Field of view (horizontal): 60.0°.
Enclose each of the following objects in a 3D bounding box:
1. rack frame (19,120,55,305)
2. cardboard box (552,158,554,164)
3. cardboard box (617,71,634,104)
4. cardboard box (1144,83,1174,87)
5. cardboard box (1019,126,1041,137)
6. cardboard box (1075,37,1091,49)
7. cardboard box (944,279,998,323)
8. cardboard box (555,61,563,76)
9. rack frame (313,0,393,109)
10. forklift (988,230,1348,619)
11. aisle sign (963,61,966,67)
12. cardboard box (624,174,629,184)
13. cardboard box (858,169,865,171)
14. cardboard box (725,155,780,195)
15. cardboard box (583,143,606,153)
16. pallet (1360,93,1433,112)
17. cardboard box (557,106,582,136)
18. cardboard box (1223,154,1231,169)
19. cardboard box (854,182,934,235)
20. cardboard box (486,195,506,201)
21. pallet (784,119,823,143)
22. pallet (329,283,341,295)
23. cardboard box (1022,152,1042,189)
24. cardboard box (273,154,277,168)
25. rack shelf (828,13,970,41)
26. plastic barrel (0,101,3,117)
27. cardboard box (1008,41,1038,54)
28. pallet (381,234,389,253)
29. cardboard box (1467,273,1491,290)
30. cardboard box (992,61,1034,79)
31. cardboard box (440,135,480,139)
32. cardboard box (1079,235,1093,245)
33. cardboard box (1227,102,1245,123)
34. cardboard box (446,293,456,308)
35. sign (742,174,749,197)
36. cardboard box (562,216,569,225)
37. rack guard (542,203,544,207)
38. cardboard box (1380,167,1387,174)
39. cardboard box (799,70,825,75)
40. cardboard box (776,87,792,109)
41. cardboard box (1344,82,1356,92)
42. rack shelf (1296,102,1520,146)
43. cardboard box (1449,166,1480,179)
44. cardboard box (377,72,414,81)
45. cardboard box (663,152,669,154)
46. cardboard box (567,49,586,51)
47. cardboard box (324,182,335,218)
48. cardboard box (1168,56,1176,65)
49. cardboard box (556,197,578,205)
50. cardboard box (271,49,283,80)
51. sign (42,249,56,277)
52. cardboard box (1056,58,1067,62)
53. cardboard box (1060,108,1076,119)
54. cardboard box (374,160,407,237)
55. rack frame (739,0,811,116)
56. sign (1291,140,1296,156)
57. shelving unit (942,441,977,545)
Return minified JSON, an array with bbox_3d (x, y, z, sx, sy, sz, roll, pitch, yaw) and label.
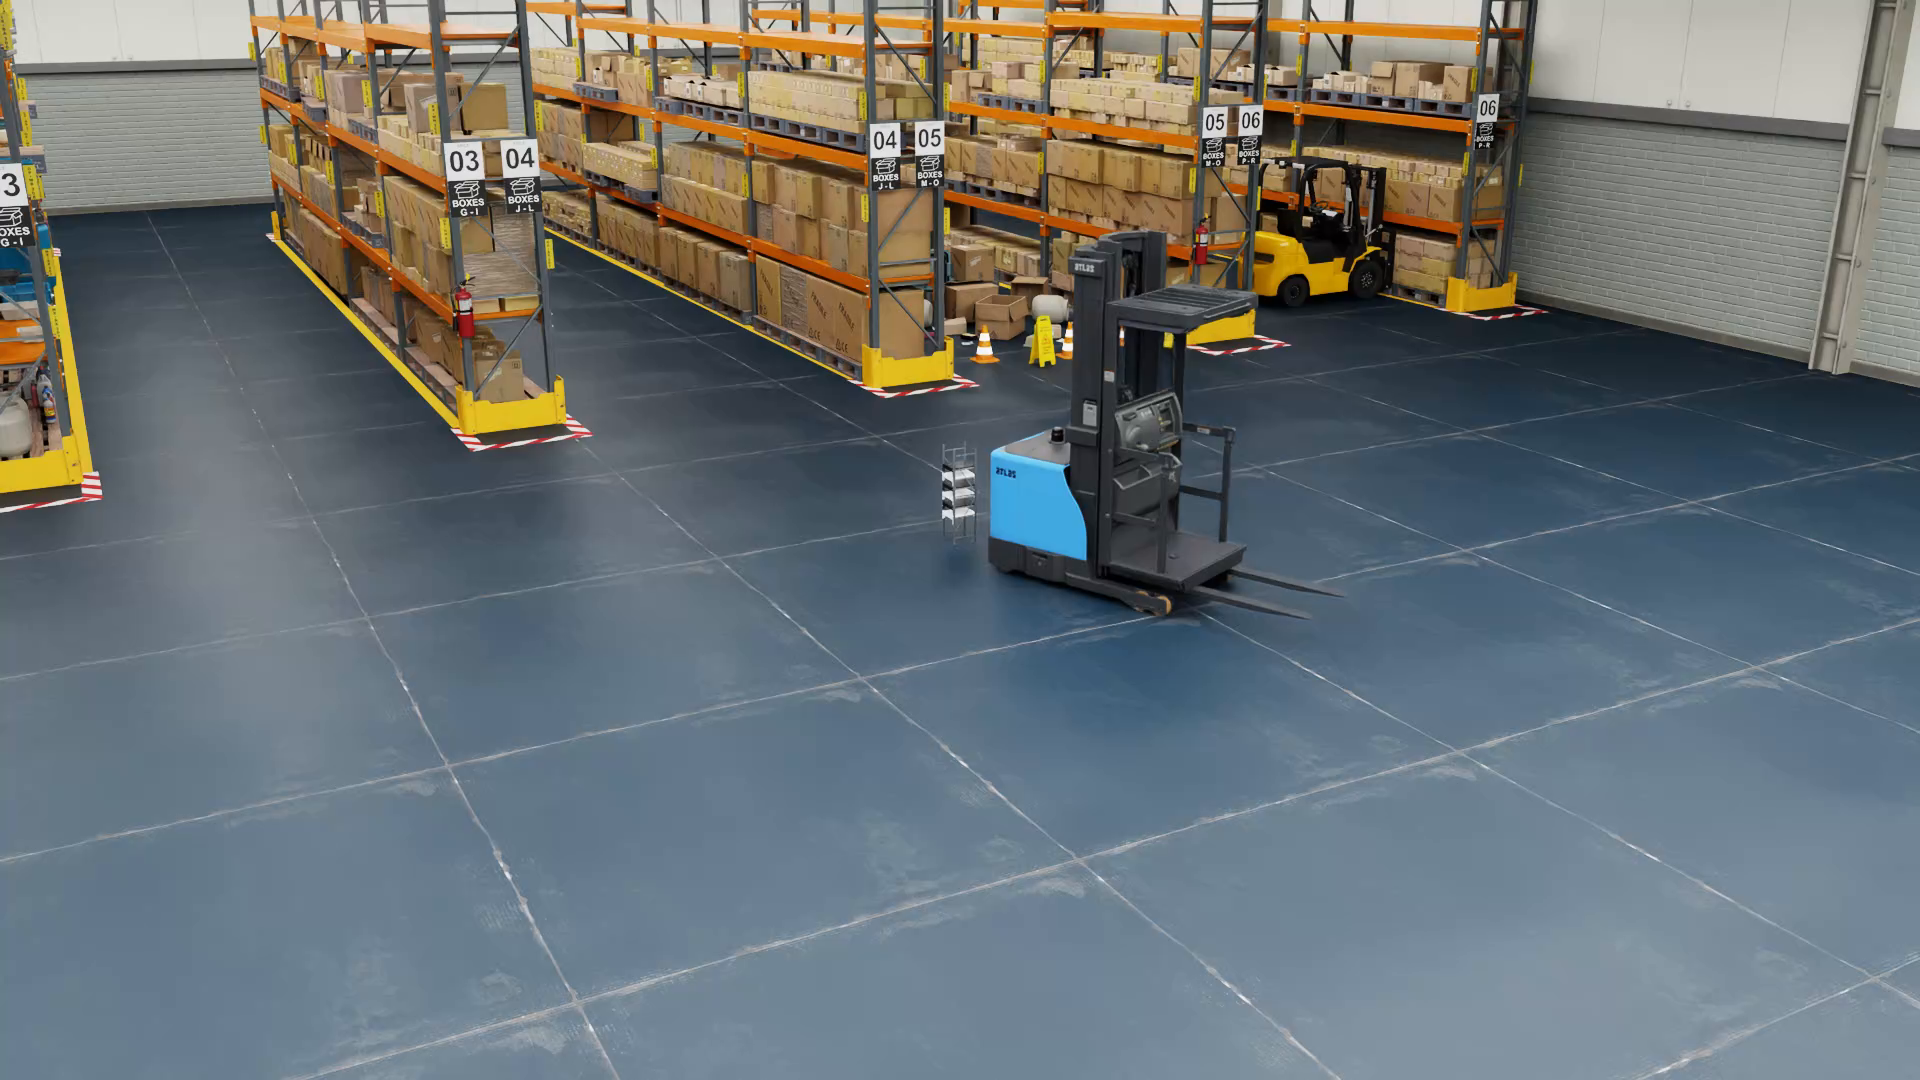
[{"bbox_3d":[-13.237,-4.238,22.933,1.000,3.000,0.127,-10,21,-27],"label":"rack frame"},{"bbox_3d":[-7.809,-7.491,32.747,0.380,0.149,0.250,-10,22,-27],"label":"cardboard box"},{"bbox_3d":[-5.442,-7.620,27.982,0.500,0.500,0.500,-10,21,-27],"label":"cardboard box"},{"bbox_3d":[2.906,-6.580,24.286,0.380,0.149,0.250,-10,21,-26],"label":"cardboard box"},{"bbox_3d":[1.603,-8.778,35.864,0.500,0.250,0.500,-10,21,-26],"label":"cardboard box"},{"bbox_3d":[2.516,-10.262,34.291,0.396,0.266,0.258,-10,22,-27],"label":"cardboard box"},{"bbox_3d":[0.129,-3.507,24.433,0.797,0.637,0.503,-10,21,-27],"label":"cardboard box"},{"bbox_3d":[-7.296,-8.869,31.219,0.500,0.250,0.500,-9,21,-24],"label":"cardboard box"},{"bbox_3d":[-8.878,-7.841,24.178,1.000,3.000,0.127,-10,21,-27],"label":"rack frame"},{"bbox_3d":[1.716,-0.960,13.539,3.031,2.935,1.130,14,24,36],"label":"forklift"},{"bbox_3d":[0.120,-10.810,37.992,0.394,0.787,0.004,-10,21,-27],"label":"aisle sign"},{"bbox_3d":[-5.457,-6.112,28.105,0.380,0.149,0.250,-10,22,-27],"label":"cardboard box"},{"bbox_3d":[-1.603,-7.152,31.609,0.500,0.250,0.500,-10,21,-27],"label":"cardboard box"},{"bbox_3d":[-3.052,-5.405,24.629,0.700,0.500,0.500,-10,22,-28],"label":"cardboard box"},{"bbox_3d":[-6.582,-7.069,29.968,0.380,0.149,0.250,-9,21,-24],"label":"cardboard box"},{"bbox_3d":[7.113,-6.947,26.322,1.003,0.211,1.213,-10,21,-27],"label":"pallet"},{"bbox_3d":[-7.306,-7.943,31.528,0.500,0.500,0.500,-9,21,-25],"label":"cardboard box"},{"bbox_3d":[4.940,-6.870,30.026,0.500,0.250,0.500,-10,21,-26],"label":"cardboard box"},{"bbox_3d":[-0.808,-4.142,20.769,0.875,0.550,0.550,-10,21,-27],"label":"cardboard box"},{"bbox_3d":[-5.332,-3.714,19.272,0.500,0.500,0.500,-10,21,-27],"label":"cardboard box"},{"bbox_3d":[-1.611,-5.386,21.797,1.003,0.211,1.213,-10,21,-27],"label":"pallet"},{"bbox_3d":[-9.761,-4.275,27.314,1.003,0.211,1.213,-10,21,-27],"label":"pallet"},{"bbox_3d":[1.322,-5.875,26.425,0.500,0.500,0.500,-10,22,-28],"label":"cardboard box"},{"bbox_3d":[-12.434,-7.044,30.838,0.500,0.250,0.500,-10,22,-27],"label":"cardboard box"},{"bbox_3d":[-1.106,-9.421,30.473,1.077,0.370,4.000,-10,21,-27],"label":"rack shelf"},{"bbox_3d":[-13.504,-6.221,22.779,0.600,0.830,0.708,-10,21,-27],"label":"plastic barrel"},{"bbox_3d":[1.377,-10.581,35.724,0.500,0.250,0.500,-10,21,-26],"label":"cardboard box"},{"bbox_3d":[-7.213,-4.008,22.561,1.003,0.211,1.213,-10,21,-27],"label":"pallet"},{"bbox_3d":[7.948,-4.083,26.057,0.500,0.250,0.500,-10,21,-26],"label":"cardboard box"},{"bbox_3d":[0.852,-7.610,26.926,0.500,0.250,0.500,-10,21,-26],"label":"cardboard box"},{"bbox_3d":[-5.506,-4.368,18.331,0.380,0.149,0.250,-11,22,-28],"label":"cardboard box"},{"bbox_3d":[2.038,-4.548,25.259,0.380,0.149,0.250,-9,21,-25],"label":"cardboard box"},{"bbox_3d":[3.638,-5.917,22.974,0.500,0.250,0.500,-10,22,-28],"label":"cardboard box"},{"bbox_3d":[-5.678,-2.775,19.079,0.380,0.149,0.250,-10,21,-27],"label":"cardboard box"},{"bbox_3d":[-3.038,-5.019,23.543,0.100,0.325,0.005,-10,21,-27],"label":"sign"},{"bbox_3d":[-7.550,-6.250,32.490,0.380,0.149,0.250,-10,21,-27],"label":"cardboard box"},{"bbox_3d":[-8.228,-6.837,34.299,1.175,0.500,0.348,-10,21,-27],"label":"rack guard"},{"bbox_3d":[6.928,-5.874,26.525,0.380,0.149,0.250,-10,21,-27],"label":"cardboard box"},{"bbox_3d":[-1.991,-6.390,22.936,0.380,0.149,0.250,-10,21,-27],"label":"cardboard box"},{"bbox_3d":[-2.099,-5.856,22.002,0.500,0.250,0.500,-10,22,-27],"label":"cardboard box"},{"bbox_3d":[6.420,-7.310,26.826,0.380,0.149,0.250,-9,21,-25],"label":"cardboard box"},{"bbox_3d":[7.059,-6.665,26.472,1.077,0.370,4.000,-10,21,-27],"label":"rack shelf"},{"bbox_3d":[7.654,-5.578,25.213,0.380,0.149,0.250,-10,21,-27],"label":"cardboard box"},{"bbox_3d":[-7.956,-6.318,23.444,0.500,0.500,0.500,-10,21,-26],"label":"cardboard box"},{"bbox_3d":[-5.012,-6.569,28.519,0.380,0.149,0.250,-9,21,-24],"label":"cardboard box"},{"bbox_3d":[-7.406,-9.462,32.327,0.380,0.149,0.250,-11,22,-28],"label":"cardboard box"},{"bbox_3d":[-9.562,-5.300,25.857,0.500,0.500,0.500,-10,22,-27],"label":"cardboard box"},{"bbox_3d":[4.184,-9.212,31.912,0.380,0.149,0.250,-10,21,-26],"label":"cardboard box"},{"bbox_3d":[-7.756,-6.678,32.819,0.380,0.149,0.250,-9,21,-25],"label":"cardboard box"},{"bbox_3d":[-11.933,-8.551,29.882,0.700,0.500,0.500,-12,22,-30],"label":"cardboard box"},{"bbox_3d":[-10.848,-3.303,19.798,0.100,0.325,0.005,-10,21,-27],"label":"sign"},{"bbox_3d":[2.195,-9.776,33.973,0.380,0.149,0.250,-10,21,-26],"label":"cardboard box"},{"bbox_3d":[1.748,-6.479,25.215,0.380,0.149,0.250,-10,21,-27],"label":"cardboard box"},{"bbox_3d":[-7.232,-4.589,22.386,1.000,1.000,1.000,-10,21,-26],"label":"cardboard box"},{"bbox_3d":[-2.565,-7.432,22.992,1.000,3.000,0.127,-10,21,-27],"label":"rack frame"},{"bbox_3d":[5.637,-6.585,28.081,0.100,0.325,0.005,-10,21,-27],"label":"sign"},{"bbox_3d":[-0.004,-0.428,15.110,0.258,0.900,0.210,-10,21,-27],"label":"shelving unit"}]
